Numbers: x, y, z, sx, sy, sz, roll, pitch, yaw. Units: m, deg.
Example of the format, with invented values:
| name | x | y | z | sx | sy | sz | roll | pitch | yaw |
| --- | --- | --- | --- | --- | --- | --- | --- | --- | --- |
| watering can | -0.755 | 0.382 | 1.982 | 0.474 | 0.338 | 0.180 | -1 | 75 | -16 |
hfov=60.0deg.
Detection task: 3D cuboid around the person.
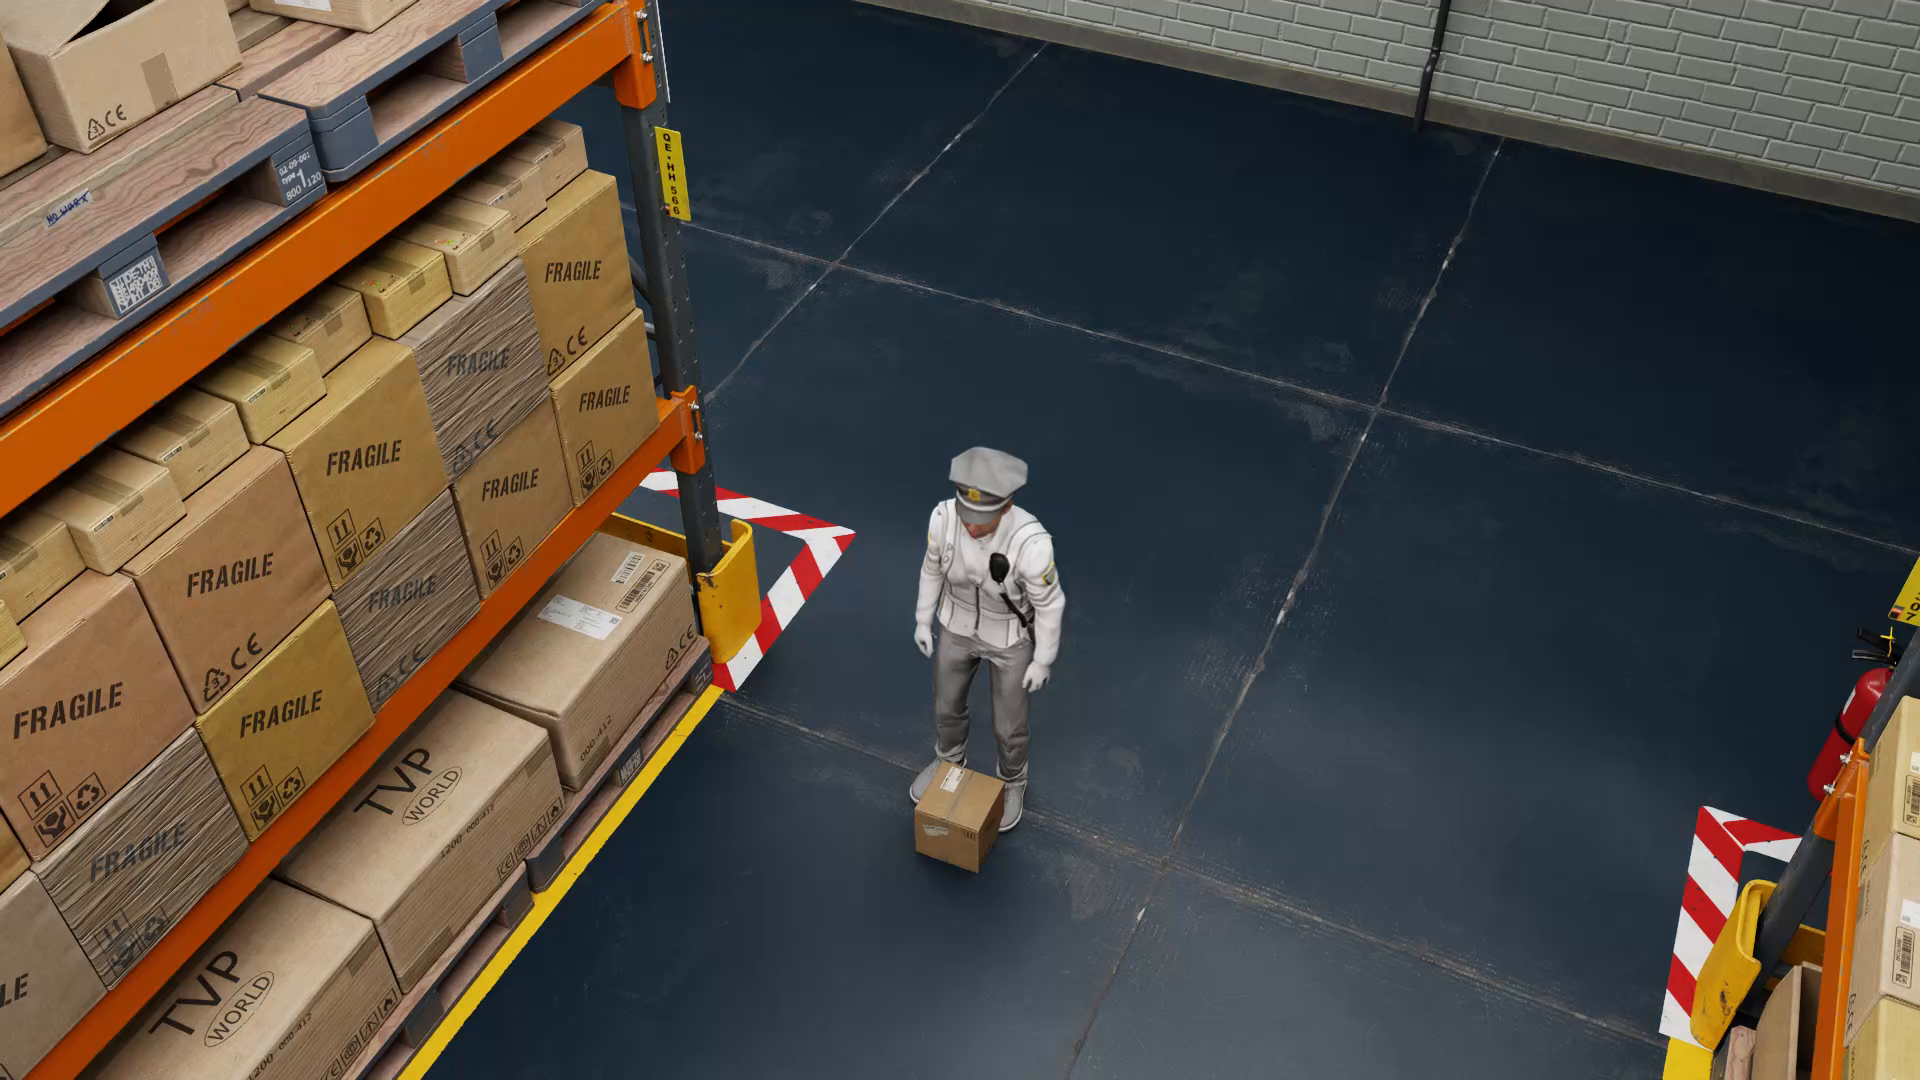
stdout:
| name | x | y | z | sx | sy | sz | roll | pitch | yaw |
| --- | --- | --- | --- | --- | --- | --- | --- | --- | --- |
| person | 0.092 | 0.344 | 5.779 | 0.529 | 1.664 | 0.374 | 17 | 45 | 18 |
